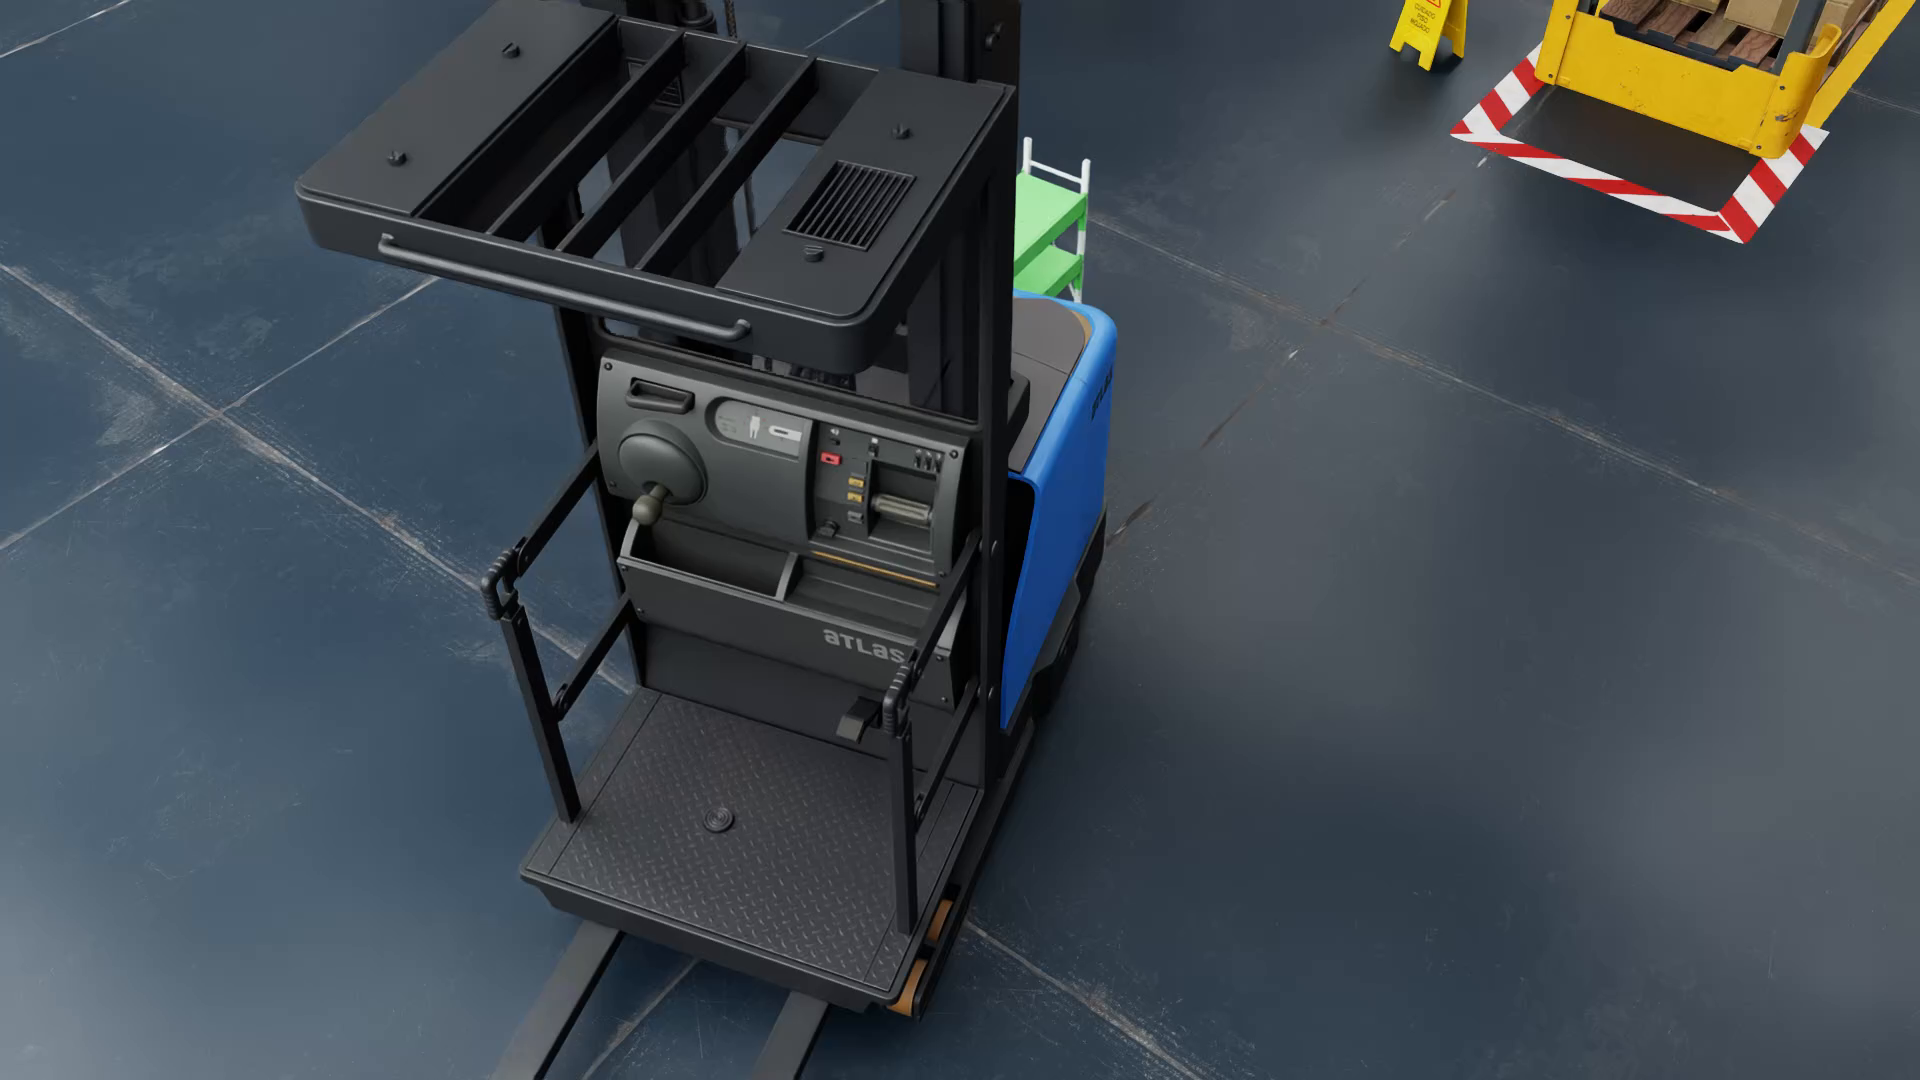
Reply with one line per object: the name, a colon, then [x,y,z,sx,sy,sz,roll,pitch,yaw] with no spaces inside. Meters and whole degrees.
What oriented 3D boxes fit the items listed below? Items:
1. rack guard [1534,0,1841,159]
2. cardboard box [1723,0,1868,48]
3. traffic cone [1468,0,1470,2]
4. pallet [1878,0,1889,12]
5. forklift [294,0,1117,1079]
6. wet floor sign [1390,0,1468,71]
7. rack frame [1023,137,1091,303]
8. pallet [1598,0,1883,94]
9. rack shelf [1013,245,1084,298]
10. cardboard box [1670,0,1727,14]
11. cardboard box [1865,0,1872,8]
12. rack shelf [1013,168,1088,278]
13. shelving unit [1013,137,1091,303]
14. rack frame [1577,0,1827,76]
rack guard: [3.250,-2.196,7.502,1.175,0.500,0.348,29,53,25]
cardboard box: [3.916,-2.551,7.723,0.500,0.250,0.500,29,53,25]
traffic cone: [2.446,-2.956,8.254,0.336,0.463,0.334,29,53,25]
pallet: [4.521,-3.241,8.700,1.003,0.211,1.213,29,53,25]
forklift: [-0.507,-0.071,3.791,1.130,2.935,3.031,15,48,14]
wet floor sign: [2.241,-2.567,7.756,0.232,0.644,0.267,-25,51,-22]
rack frame: [0.308,-0.824,5.707,0.240,1.200,0.015,26,52,23]
pallet: [3.775,-2.546,8.036,1.003,0.211,1.213,29,53,25]
rack shelf: [0.171,-0.799,5.440,0.258,0.148,0.480,26,52,23]
cardboard box: [3.500,-2.807,7.968,0.500,0.250,0.500,29,53,25]
cardboard box: [4.234,-2.840,7.999,0.500,0.250,0.500,31,54,26]
rack shelf: [0.171,-0.965,5.267,0.258,0.148,0.480,26,52,23]
shelving unit: [0.171,-0.678,5.568,0.258,1.200,0.503,26,52,23]
rack frame: [3.204,-3.016,6.557,1.000,3.000,0.127,29,53,25]
